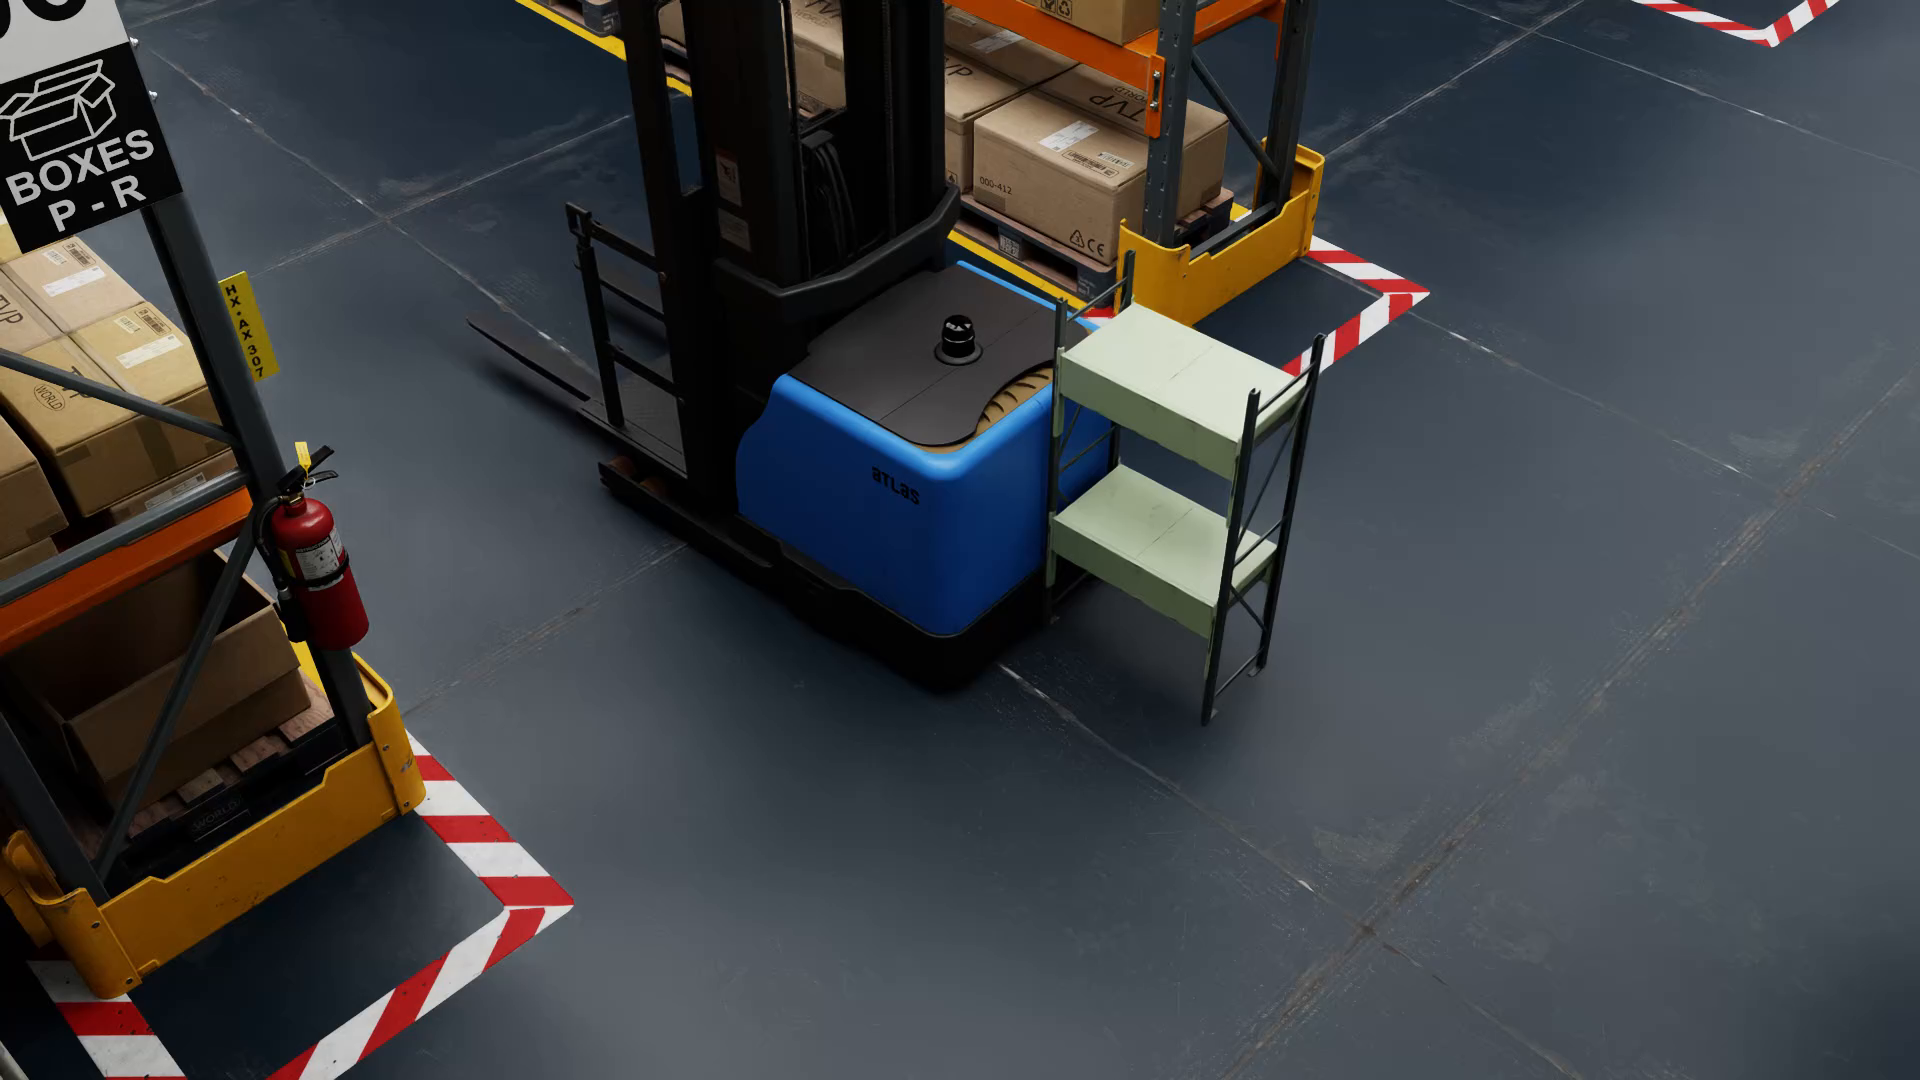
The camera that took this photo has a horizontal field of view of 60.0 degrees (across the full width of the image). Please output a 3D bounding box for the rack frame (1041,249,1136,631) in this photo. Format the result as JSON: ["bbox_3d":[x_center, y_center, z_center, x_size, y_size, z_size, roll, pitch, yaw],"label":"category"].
[{"bbox_3d":[0.446,-0.312,5.927,0.023,1.500,0.400,30,51,29],"label":"rack frame"}]

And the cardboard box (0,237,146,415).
[{"bbox_3d":[-2.784,-0.629,5.056,0.500,0.250,0.500,-34,52,-31],"label":"cardboard box"}]

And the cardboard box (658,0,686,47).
[{"bbox_3d":[-1.244,-3.148,9.470,0.875,0.438,0.875,33,52,31],"label":"cardboard box"}]

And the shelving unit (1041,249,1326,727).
[{"bbox_3d":[0.723,-0.150,5.752,0.755,1.500,0.431,30,51,29],"label":"shelving unit"}]

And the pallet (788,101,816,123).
[{"bbox_3d":[-0.264,-2.275,9.001,1.003,0.211,1.213,-34,53,-31],"label":"pallet"}]

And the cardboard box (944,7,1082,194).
[{"bbox_3d":[0.024,-2.284,8.535,0.875,0.438,0.875,-33,52,-30],"label":"cardboard box"}]

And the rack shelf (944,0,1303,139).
[{"bbox_3d":[-0.199,-3.063,8.329,1.077,0.370,4.000,-34,53,-31],"label":"rack shelf"}]

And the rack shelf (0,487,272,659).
[{"bbox_3d":[-3.711,-0.682,5.753,1.077,0.370,4.000,-34,53,-31],"label":"rack shelf"}]

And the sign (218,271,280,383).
[{"bbox_3d":[-1.915,-0.564,4.457,0.100,0.325,0.005,-34,53,-31],"label":"sign"}]

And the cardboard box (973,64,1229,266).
[{"bbox_3d":[0.676,-1.849,8.064,0.875,0.438,0.875,32,52,30],"label":"cardboard box"}]

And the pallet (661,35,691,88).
[{"bbox_3d":[-1.130,-2.861,9.636,1.003,0.211,1.213,-34,53,-31],"label":"pallet"}]

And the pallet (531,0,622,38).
[{"bbox_3d":[-2.210,-3.599,10.434,1.003,0.211,1.213,-34,53,-31],"label":"pallet"}]

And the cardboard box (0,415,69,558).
[{"bbox_3d":[-2.811,-0.134,4.520,0.500,0.250,0.500,-33,52,-30],"label":"cardboard box"}]

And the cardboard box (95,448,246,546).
[{"bbox_3d":[-2.337,-0.183,4.867,0.250,0.149,0.380,34,52,31],"label":"cardboard box"}]

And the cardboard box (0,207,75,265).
[{"bbox_3d":[-3.145,-0.871,5.318,0.500,0.250,0.500,33,52,31],"label":"cardboard box"}]

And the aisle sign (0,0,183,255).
[{"bbox_3d":[-2.043,-1.048,3.703,0.394,0.787,0.004,-34,53,-31],"label":"aisle sign"}]

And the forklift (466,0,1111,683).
[{"bbox_3d":[-0.852,-1.414,6.065,3.031,2.935,1.130,30,51,29],"label":"forklift"}]

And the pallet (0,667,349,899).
[{"bbox_3d":[-2.916,0.620,5.869,1.003,0.211,1.213,-34,53,-31],"label":"pallet"}]

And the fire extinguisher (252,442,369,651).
[{"bbox_3d":[-1.867,0.029,4.785,0.296,0.674,0.183,-34,53,-31],"label":"fire extinguisher"}]

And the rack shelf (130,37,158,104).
[{"bbox_3d":[-3.711,-1.784,4.735,1.077,0.370,4.000,-34,53,-31],"label":"rack shelf"}]

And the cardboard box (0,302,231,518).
[{"bbox_3d":[-2.428,-0.387,4.794,0.500,0.250,0.500,-34,52,-31],"label":"cardboard box"}]

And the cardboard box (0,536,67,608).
[{"bbox_3d":[-2.723,0.076,4.587,0.250,0.149,0.380,34,52,31],"label":"cardboard box"}]

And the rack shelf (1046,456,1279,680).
[{"bbox_3d":[0.723,0.089,5.973,0.720,0.370,0.431,30,51,29],"label":"rack shelf"}]

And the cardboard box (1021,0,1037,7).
[{"bbox_3d":[0.341,-2.756,7.394,0.500,0.500,0.500,33,52,31],"label":"cardboard box"}]

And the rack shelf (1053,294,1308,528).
[{"bbox_3d":[0.723,-0.437,5.487,0.720,0.370,0.431,30,51,29],"label":"rack shelf"}]

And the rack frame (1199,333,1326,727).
[{"bbox_3d":[1.000,0.012,5.576,0.023,1.500,0.400,30,51,29],"label":"rack frame"}]

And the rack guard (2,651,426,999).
[{"bbox_3d":[-2.352,0.896,5.357,1.175,0.500,0.348,-34,53,-31],"label":"rack guard"}]

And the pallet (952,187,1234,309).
[{"bbox_3d":[0.593,-1.689,8.367,1.003,0.211,1.213,-34,53,-31],"label":"pallet"}]

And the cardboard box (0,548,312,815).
[{"bbox_3d":[-2.663,0.438,5.541,0.637,0.503,0.797,32,52,30],"label":"cardboard box"}]

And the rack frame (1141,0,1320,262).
[{"bbox_3d":[1.213,-2.366,7.045,1.000,3.000,0.127,-34,53,-31],"label":"rack frame"}]

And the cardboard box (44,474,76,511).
[{"bbox_3d":[-2.549,-0.283,4.976,0.380,0.149,0.250,-33,52,-30],"label":"cardboard box"}]

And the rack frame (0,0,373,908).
[{"bbox_3d":[-2.299,0.014,4.469,1.000,3.000,0.127,-34,53,-31],"label":"rack frame"}]

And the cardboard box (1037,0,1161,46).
[{"bbox_3d":[0.685,-2.508,7.125,0.500,0.500,0.500,-34,52,-31],"label":"cardboard box"}]

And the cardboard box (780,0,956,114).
[{"bbox_3d":[-0.612,-2.718,9.005,0.875,0.438,0.875,33,52,30],"label":"cardboard box"}]

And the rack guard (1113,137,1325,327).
[{"bbox_3d":[1.230,-1.437,7.881,1.175,0.500,0.348,-34,53,-31],"label":"rack guard"}]
